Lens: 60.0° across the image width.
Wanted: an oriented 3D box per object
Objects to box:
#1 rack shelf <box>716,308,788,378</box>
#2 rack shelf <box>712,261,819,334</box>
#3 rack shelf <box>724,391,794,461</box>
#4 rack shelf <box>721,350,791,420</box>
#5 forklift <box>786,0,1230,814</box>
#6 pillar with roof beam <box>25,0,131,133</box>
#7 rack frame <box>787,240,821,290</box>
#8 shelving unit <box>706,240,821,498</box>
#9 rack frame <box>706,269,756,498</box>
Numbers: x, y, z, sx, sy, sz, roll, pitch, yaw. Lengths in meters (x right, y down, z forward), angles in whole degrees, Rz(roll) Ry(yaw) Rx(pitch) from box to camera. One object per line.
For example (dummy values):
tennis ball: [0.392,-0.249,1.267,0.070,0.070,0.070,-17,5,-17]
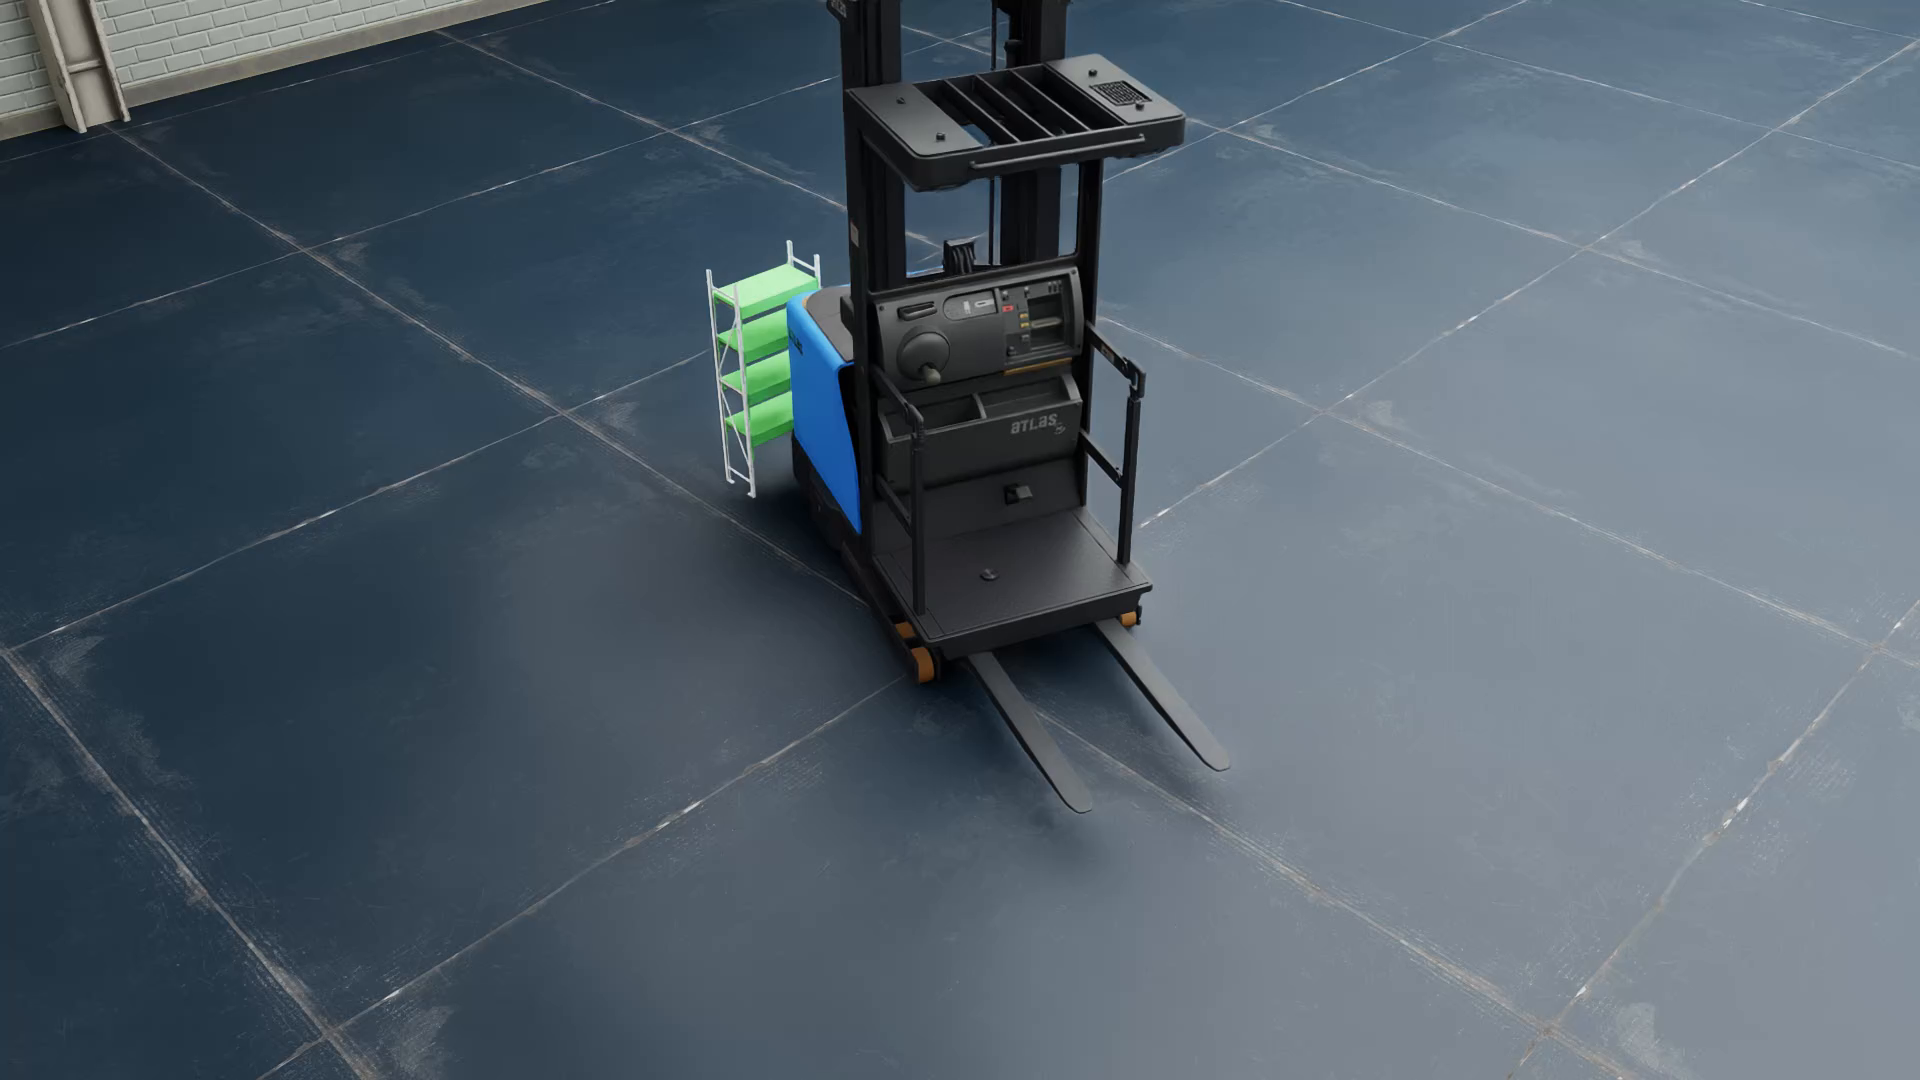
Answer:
rack shelf: [-0.957,-1.000,8.327,0.480,0.148,0.258,-28,43,-34]
rack shelf: [-0.958,-1.198,8.190,0.480,0.148,0.258,-28,43,-34]
rack shelf: [-0.956,-0.606,8.601,0.480,0.148,0.258,-28,43,-34]
rack shelf: [-0.957,-0.803,8.464,0.480,0.148,0.258,-28,43,-34]
forklift: [0.176,-0.845,6.900,1.130,2.935,3.031,-14,37,-19]
pillar with roof beam: [-3.641,-5.205,7.847,9.100,9.000,0.400,30,45,35]
rack frame: [-0.777,-0.950,8.562,0.015,1.200,0.240,-28,43,-34]
shelving unit: [-0.957,-0.856,8.427,0.503,1.200,0.258,-28,43,-34]
rack frame: [-1.137,-0.762,8.293,0.015,1.200,0.240,-28,43,-34]
